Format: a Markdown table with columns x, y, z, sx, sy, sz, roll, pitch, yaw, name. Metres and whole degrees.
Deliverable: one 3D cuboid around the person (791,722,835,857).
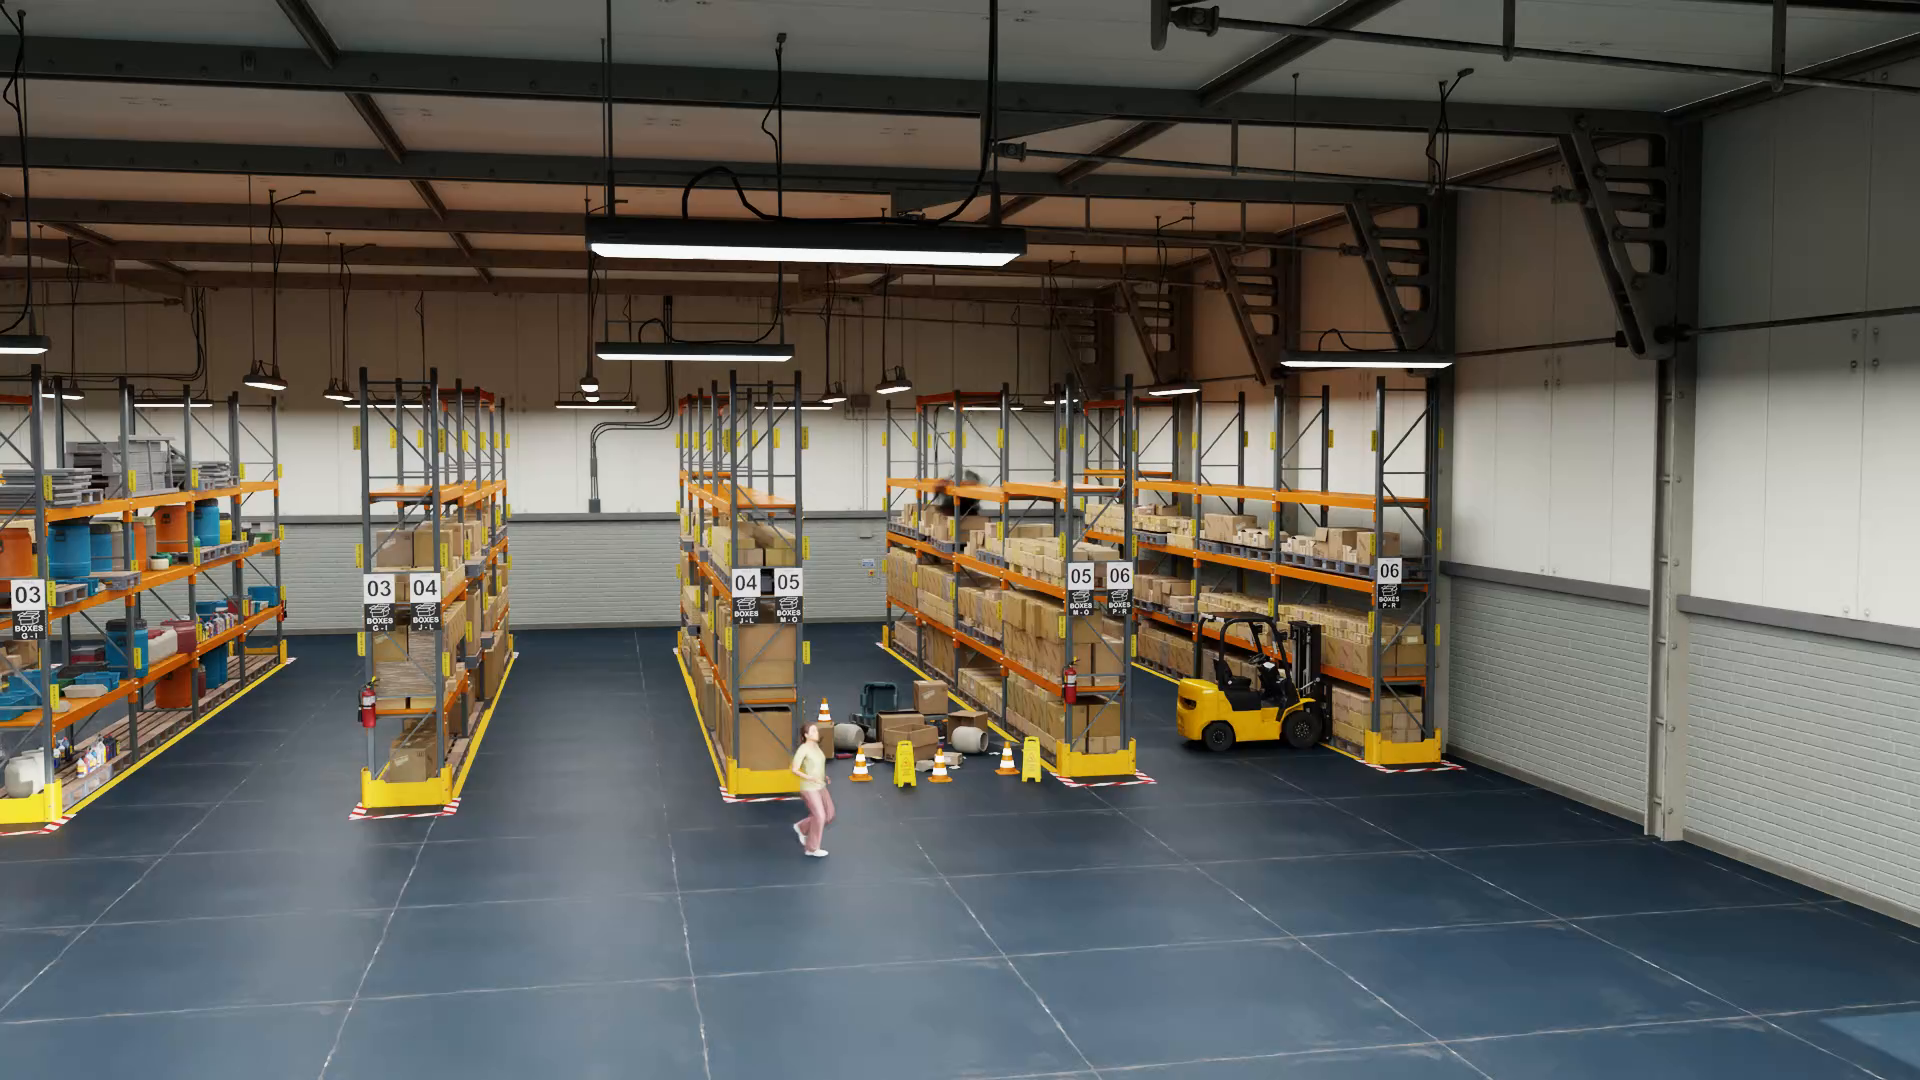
| x | y | z | sx | sy | sz | roll | pitch | yaw | name |
| --- | --- | --- | --- | --- | --- | --- | --- | --- | --- |
| -1.800 | 2.995 | 20.042 | 0.566 | 1.620 | 0.577 | 2 | 4 | 28 | person |
